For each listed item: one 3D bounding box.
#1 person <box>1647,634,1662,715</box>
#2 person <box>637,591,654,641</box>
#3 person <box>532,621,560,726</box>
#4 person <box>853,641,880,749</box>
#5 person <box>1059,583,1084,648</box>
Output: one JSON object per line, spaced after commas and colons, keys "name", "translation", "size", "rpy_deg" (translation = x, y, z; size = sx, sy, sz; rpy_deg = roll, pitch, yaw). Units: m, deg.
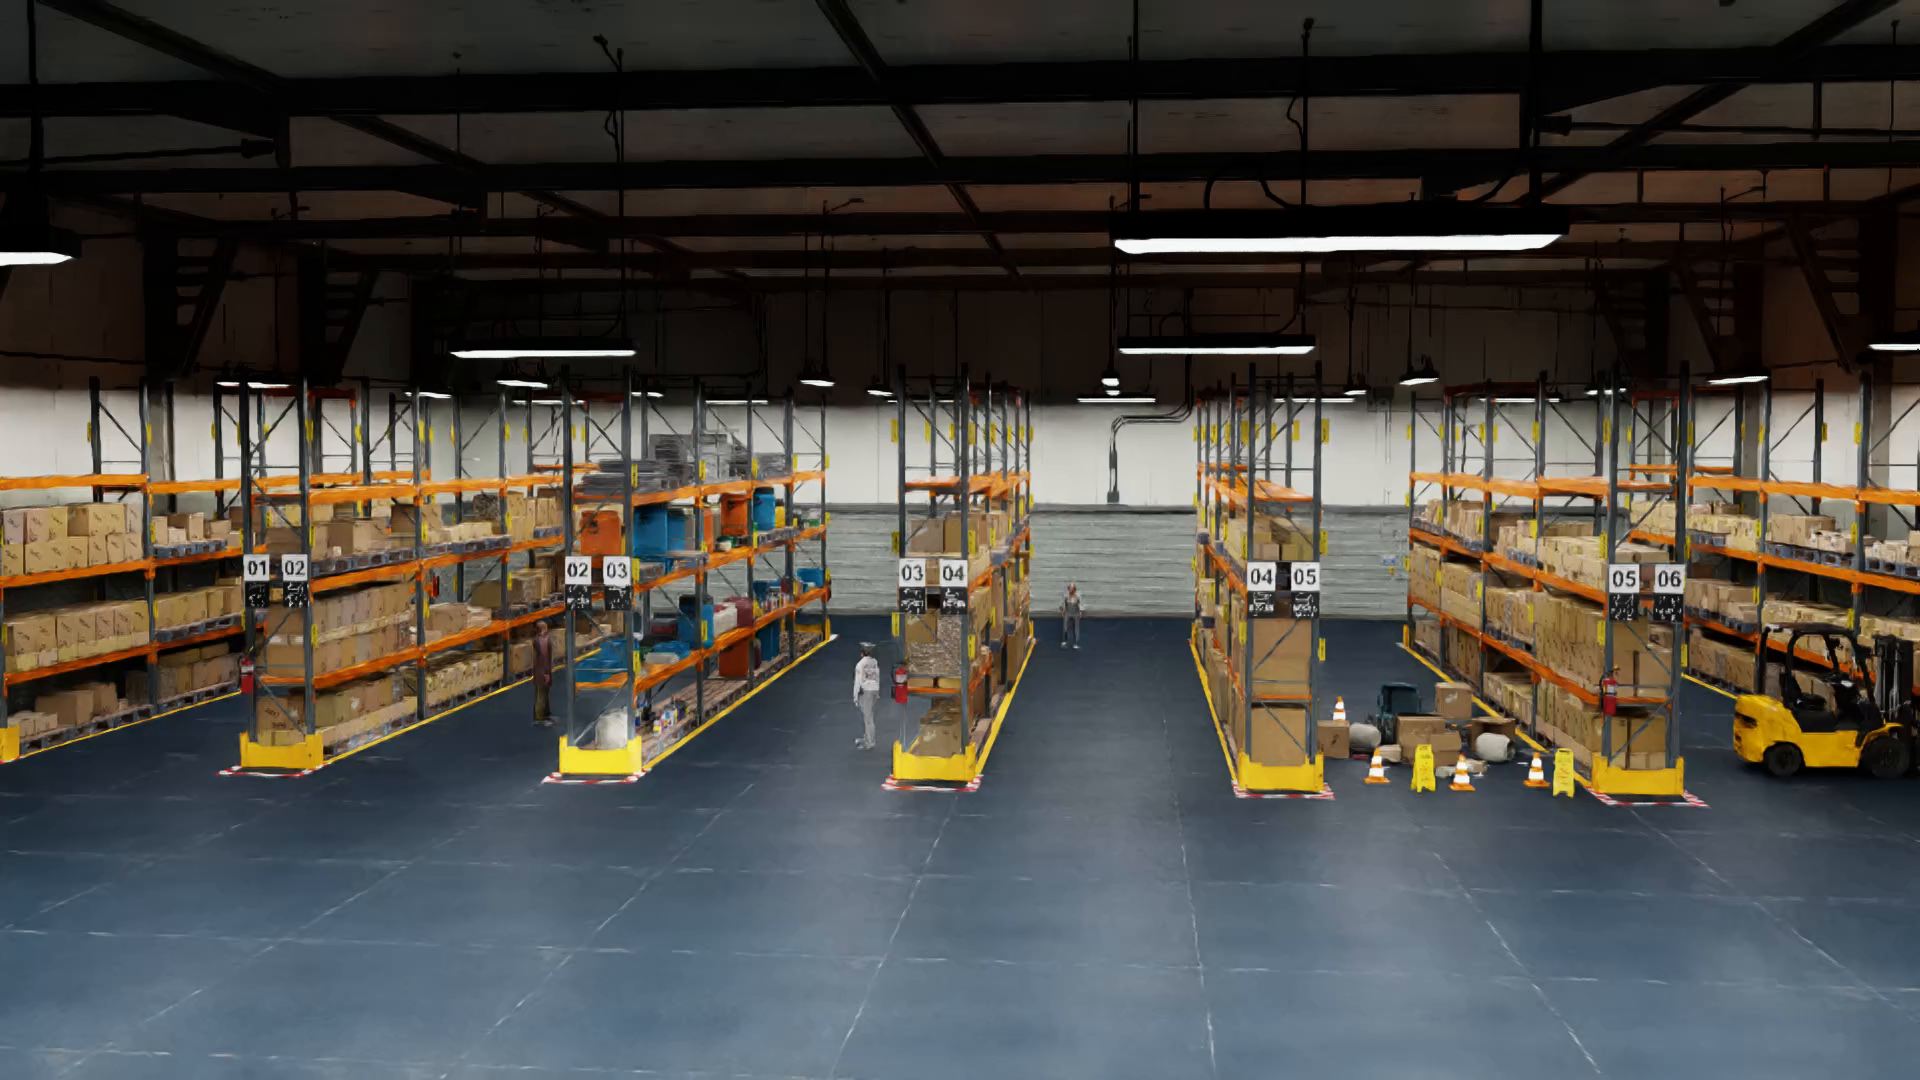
{"name": "person", "translation": [11.505, 2.387, 27.700], "size": [0.462, 1.662, 0.498], "rpy_deg": [3, 5, 37]}
{"name": "person", "translation": [-7.349, 1.680, 38.751], "size": [0.432, 1.670, 0.504], "rpy_deg": [-2, 4, -24]}
{"name": "person", "translation": [-7.109, 2.268, 28.513], "size": [0.514, 1.781, 0.638], "rpy_deg": [-2, 4, -24]}
{"name": "person", "translation": [-1.500, 2.454, 26.505], "size": [0.548, 1.666, 0.579], "rpy_deg": [2, 4, 32]}
{"name": "person", "translation": [2.592, 1.758, 38.677], "size": [0.566, 1.541, 0.519], "rpy_deg": [0, 4, 3]}
